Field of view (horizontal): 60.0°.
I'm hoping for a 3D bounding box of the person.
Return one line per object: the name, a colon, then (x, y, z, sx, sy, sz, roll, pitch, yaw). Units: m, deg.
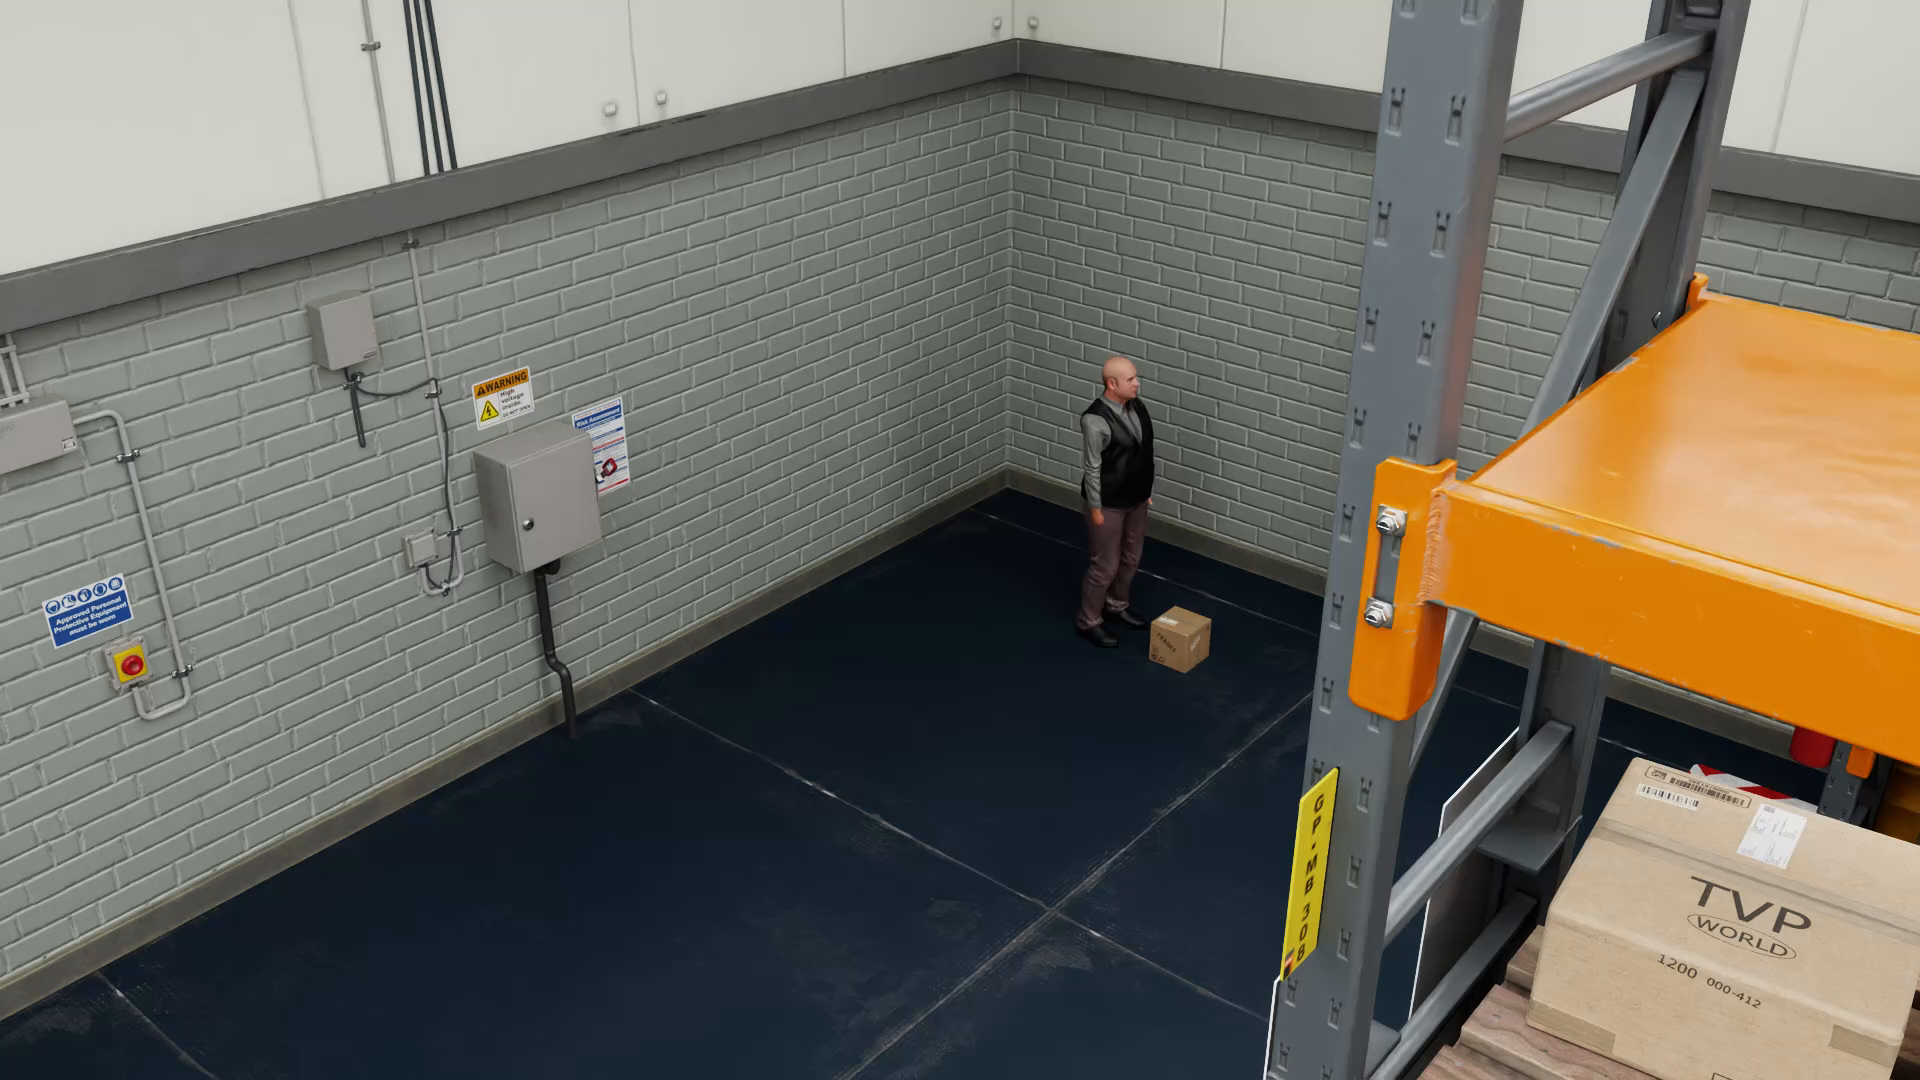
person: (0.906, -0.229, 9.518, 0.359, 1.715, 0.531, 22, 34, 36)
